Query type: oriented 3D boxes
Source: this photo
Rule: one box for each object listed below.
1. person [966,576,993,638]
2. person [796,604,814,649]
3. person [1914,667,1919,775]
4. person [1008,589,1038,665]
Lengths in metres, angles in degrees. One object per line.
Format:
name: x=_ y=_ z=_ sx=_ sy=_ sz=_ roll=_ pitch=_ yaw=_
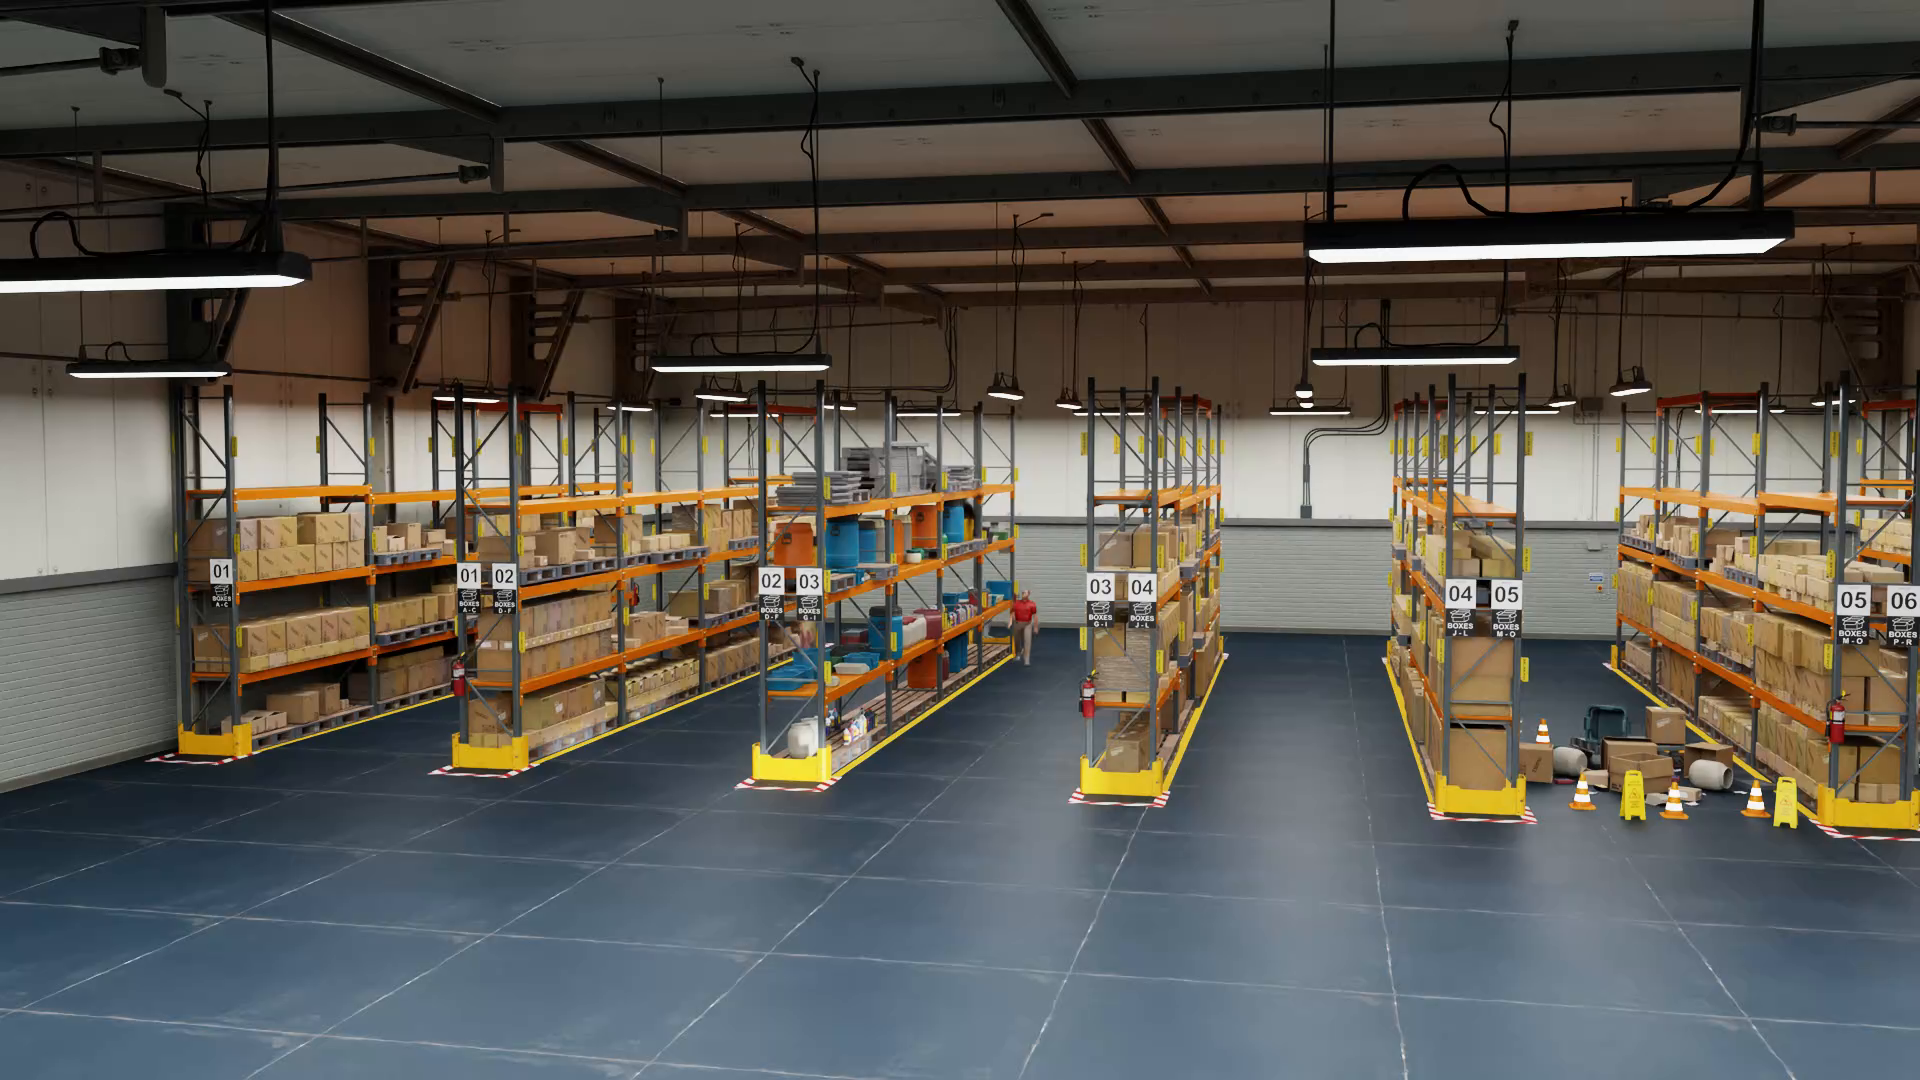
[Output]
person: x=0.471 y=1.746 z=43.268 sx=0.840 sy=1.640 sz=0.497 roll=2 pitch=4 yaw=29
person: x=-3.343 y=1.995 z=35.991 sx=0.408 sy=1.673 sz=0.496 roll=0 pitch=3 yaw=-8
person: x=14.762 y=2.764 z=25.495 sx=0.523 sy=1.673 sz=0.405 roll=-1 pitch=3 yaw=-23
person: x=1.401 y=1.935 z=37.054 sx=0.664 sy=1.657 sz=1.029 roll=0 pitch=3 yaw=3
